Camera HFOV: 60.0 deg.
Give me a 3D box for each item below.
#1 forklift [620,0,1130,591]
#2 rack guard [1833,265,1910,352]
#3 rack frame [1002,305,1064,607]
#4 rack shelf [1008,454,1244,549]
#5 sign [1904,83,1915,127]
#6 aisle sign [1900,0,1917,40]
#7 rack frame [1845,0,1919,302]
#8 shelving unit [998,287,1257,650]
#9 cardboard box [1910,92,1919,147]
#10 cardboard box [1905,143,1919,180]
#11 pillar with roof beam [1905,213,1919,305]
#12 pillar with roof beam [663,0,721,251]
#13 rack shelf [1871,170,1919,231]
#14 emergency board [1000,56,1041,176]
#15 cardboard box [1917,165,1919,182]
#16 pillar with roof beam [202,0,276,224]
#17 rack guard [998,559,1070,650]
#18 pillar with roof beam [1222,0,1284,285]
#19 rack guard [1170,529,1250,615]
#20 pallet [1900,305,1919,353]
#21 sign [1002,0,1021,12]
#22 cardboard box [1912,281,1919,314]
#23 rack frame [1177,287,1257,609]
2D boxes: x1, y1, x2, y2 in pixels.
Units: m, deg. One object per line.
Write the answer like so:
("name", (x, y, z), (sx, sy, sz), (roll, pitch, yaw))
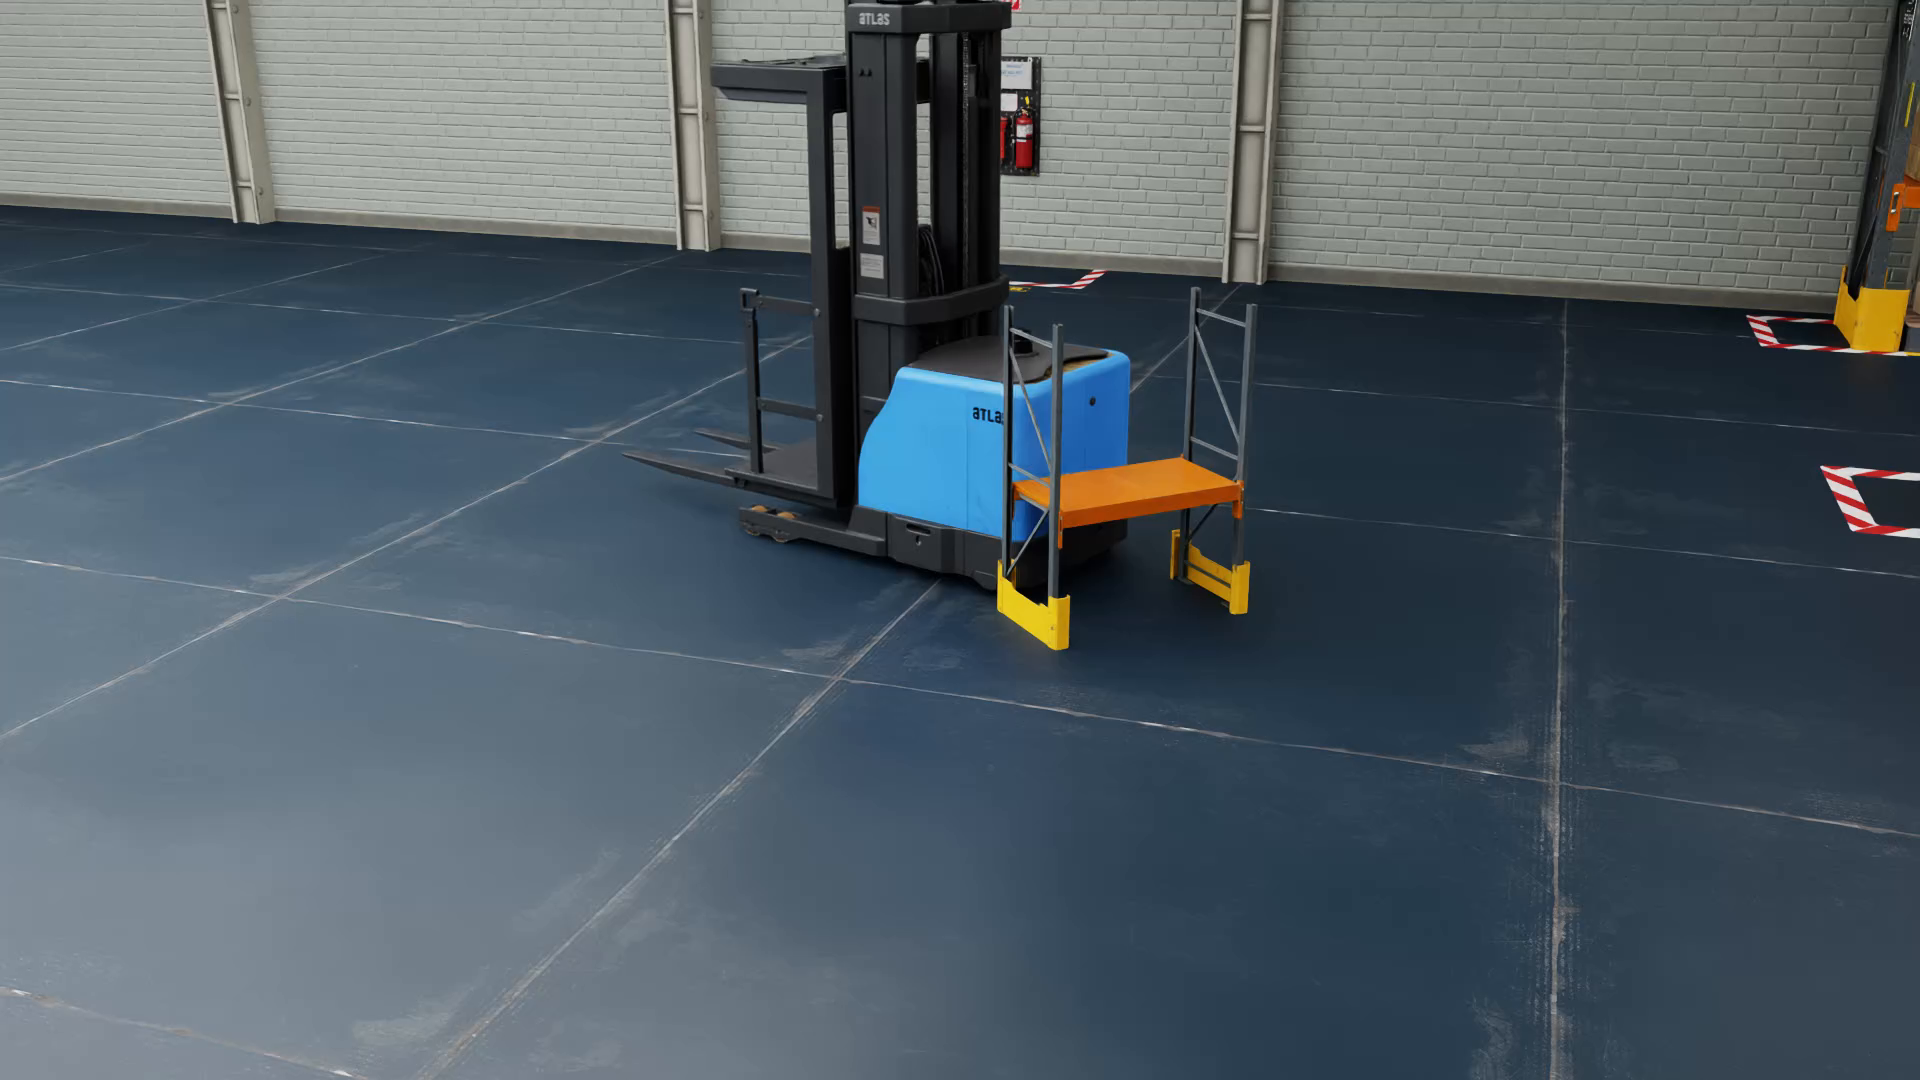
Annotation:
("forklift", (-0.600, -1.495, 8.912), (3.031, 2.935, 1.130), (13, 23, 33))
("rack guard", (7.602, -1.943, 13.892), (0.348, 0.500, 1.175), (7, 20, 18))
("rack frame", (0.325, -0.290, 7.629), (0.032, 1.500, 0.500), (-9, 21, -25))
("rack shelf", (0.781, -0.194, 7.900), (1.000, 0.185, 0.538), (-9, 21, -25))
("sign", (7.352, -3.372, 12.877), (0.005, 0.325, 0.100), (7, 20, 18))
("aisle sign", (7.364, -4.274, 12.830), (0.004, 0.787, 0.394), (7, 20, 18))
("rack frame", (7.530, -3.132, 13.504), (0.127, 3.000, 1.000), (7, 20, 18))
("shelving unit", (0.789, -0.365, 7.845), (1.083, 1.500, 0.587), (-9, 21, -25))
("cardboard box", (8.045, -3.440, 13.445), (0.500, 0.500, 0.500), (6, 20, 17))
("cardboard box", (8.035, -3.080, 13.553), (0.500, 0.250, 0.500), (7, 20, 19))
("pillar with roof beam", (7.063, -4.819, 9.231), (0.400, 9.000, 9.100), (7, 20, 18))
("pillar with roof beam", (-4.273, -6.116, 12.949), (0.400, 9.000, 9.100), (7, 20, 18))
("rack shelf", (9.420, -2.576, 13.002), (4.000, 0.370, 1.077), (7, 20, 18))
("emergency board", (0.486, -4.252, 16.717), (0.643, 1.169, 0.194), (7, 20, 18))
("cardboard box", (7.887, -2.919, 13.091), (0.500, 0.250, 0.500), (6, 20, 16))
("pillar with roof beam", (-9.941, -6.764, 14.809), (0.400, 9.000, 9.100), (7, 20, 18))
("rack guard", (0.342, 0.298, 7.843), (0.087, 0.250, 0.587), (-9, 21, -25))
("pillar with roof beam", (1.395, -5.468, 11.090), (0.400, 9.000, 9.100), (7, 20, 18))
("rack guard", (1.236, 0.153, 8.259), (0.087, 0.250, 0.587), (-9, 21, -25))
("pallet", (8.358, -1.708, 13.656), (1.213, 0.211, 1.003), (7, 20, 18))
("sign", (0.511, -5.379, 16.427), (0.199, 0.298, 0.001), (7, 20, 18))
("cardboard box", (8.154, -1.967, 13.579), (0.500, 0.311, 0.500), (4, 20, 12))
("rack frame", (1.237, -0.438, 8.053), (0.032, 1.500, 0.500), (-9, 21, -25))
